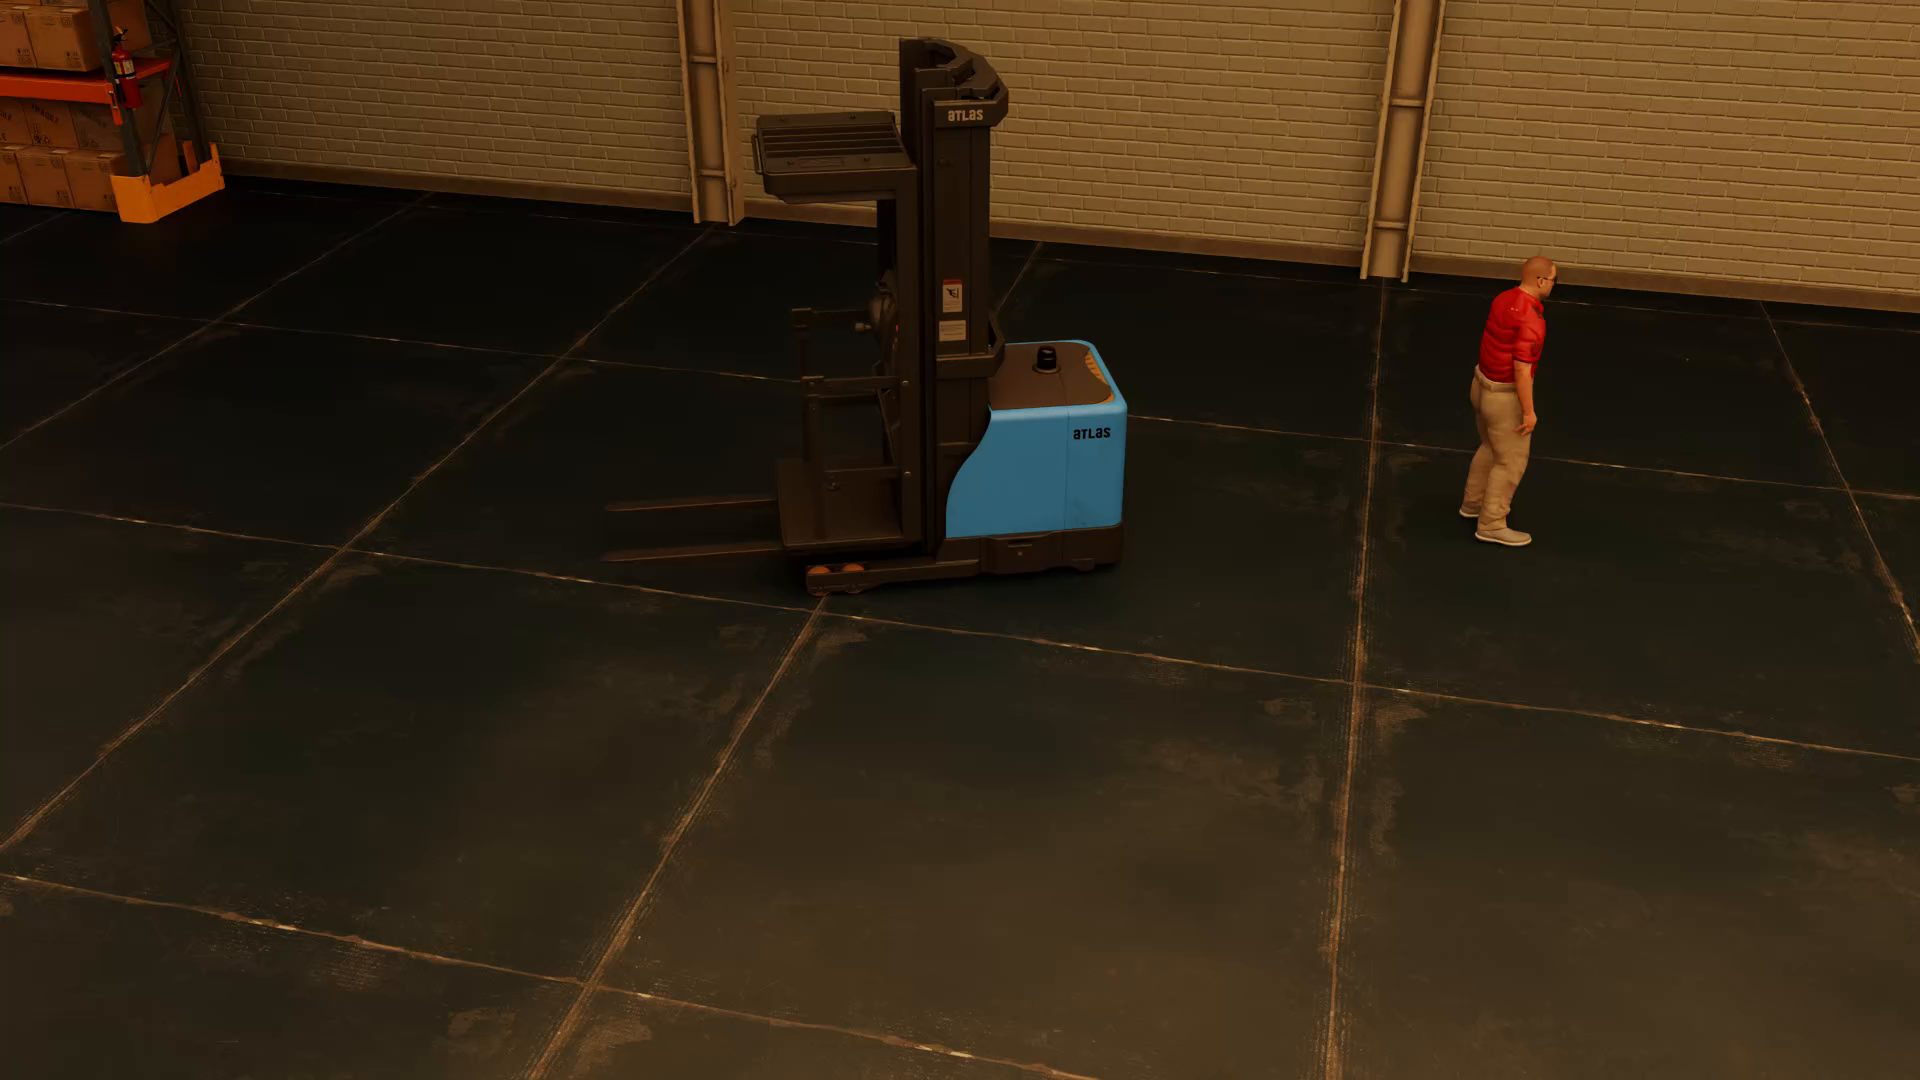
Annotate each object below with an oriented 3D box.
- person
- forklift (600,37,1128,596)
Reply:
[{"bbox_3d":[3.263,-0.847,9.886,0.399,1.726,0.601,-3,30,-4],"label":"person"},{"bbox_3d":[-0.602,-1.232,9.345,3.031,2.935,1.130,-4,30,-7],"label":"forklift"}]
